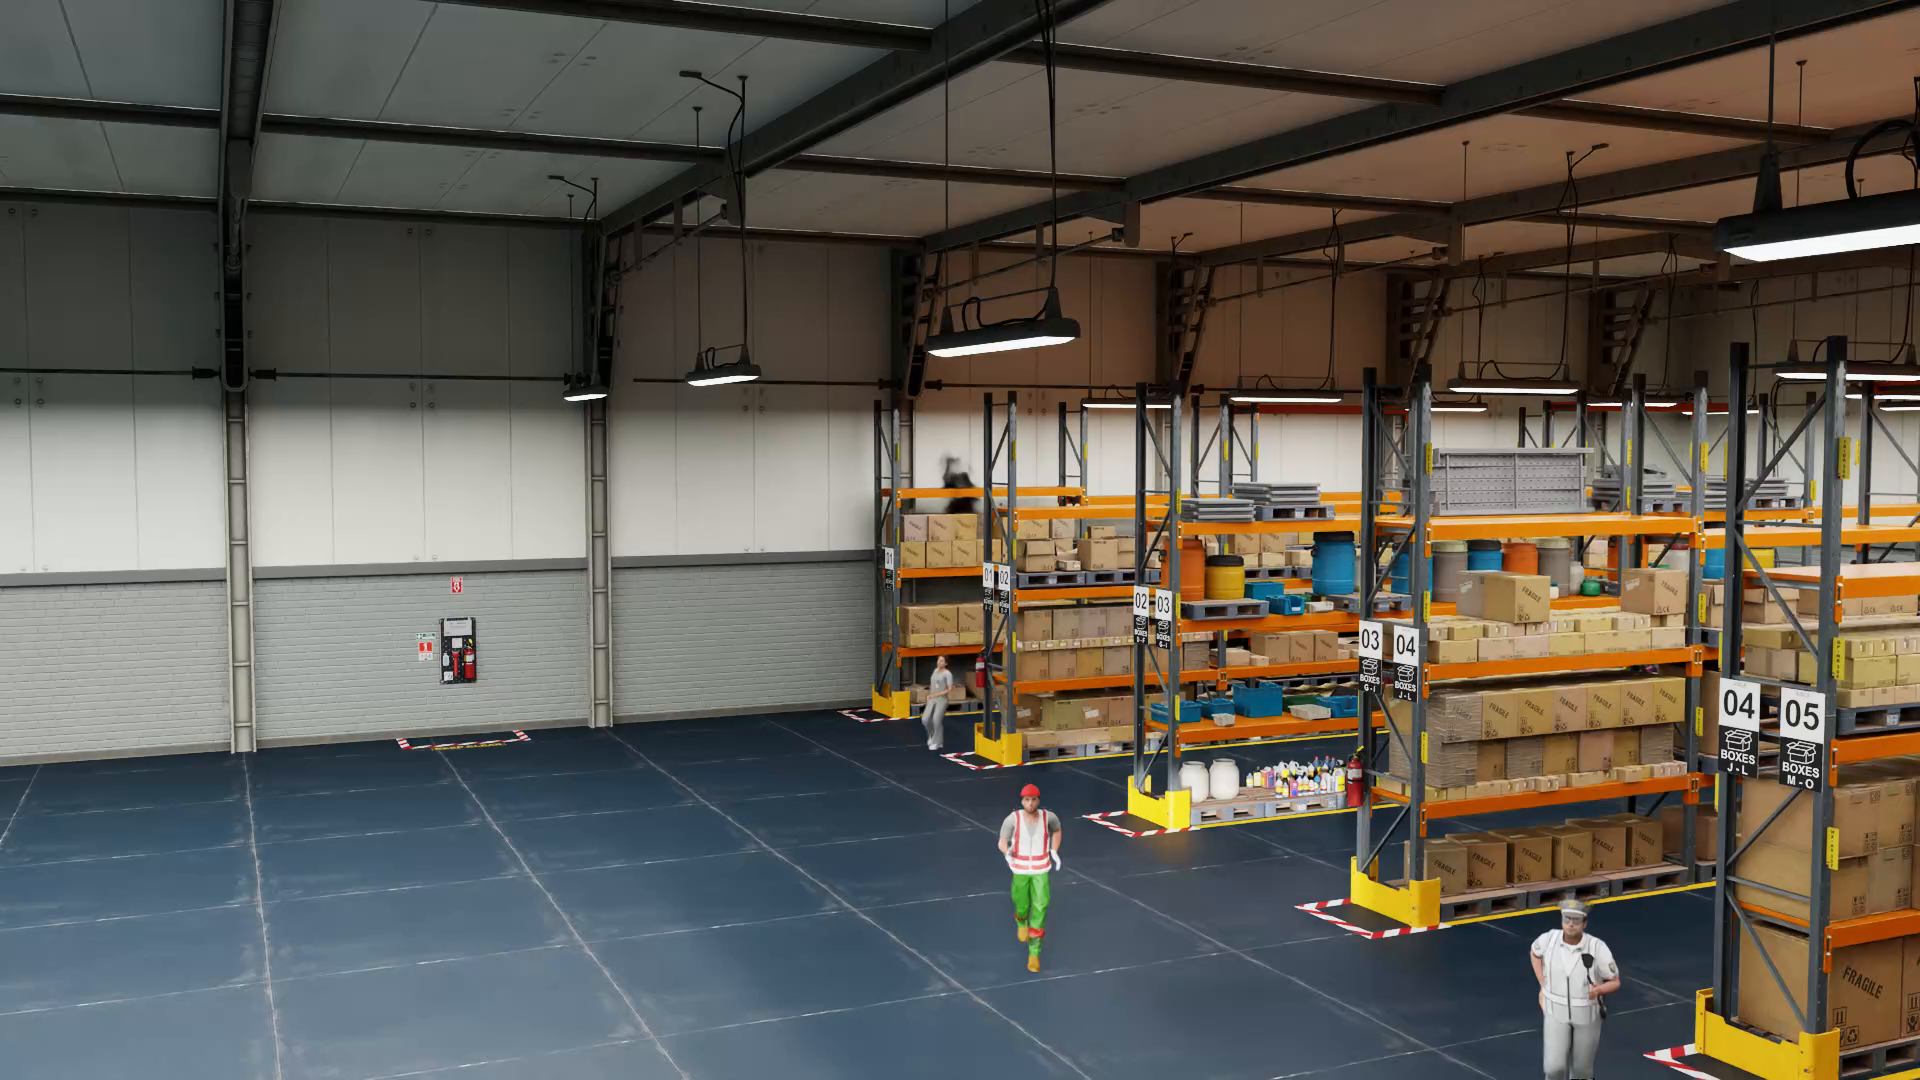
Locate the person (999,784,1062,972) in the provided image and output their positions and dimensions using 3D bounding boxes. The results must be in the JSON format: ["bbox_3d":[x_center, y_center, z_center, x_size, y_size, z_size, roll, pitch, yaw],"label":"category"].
[{"bbox_3d":[0.704,3.304,16.625,0.636,1.786,0.953,0,3,1],"label":"person"}]

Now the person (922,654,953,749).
[{"bbox_3d":[-0.367,2.725,27.981,0.582,1.641,0.523,2,4,36],"label":"person"}]

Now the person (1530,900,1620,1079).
[{"bbox_3d":[4.566,3.568,12.406,0.658,1.808,0.734,2,4,25],"label":"person"}]
